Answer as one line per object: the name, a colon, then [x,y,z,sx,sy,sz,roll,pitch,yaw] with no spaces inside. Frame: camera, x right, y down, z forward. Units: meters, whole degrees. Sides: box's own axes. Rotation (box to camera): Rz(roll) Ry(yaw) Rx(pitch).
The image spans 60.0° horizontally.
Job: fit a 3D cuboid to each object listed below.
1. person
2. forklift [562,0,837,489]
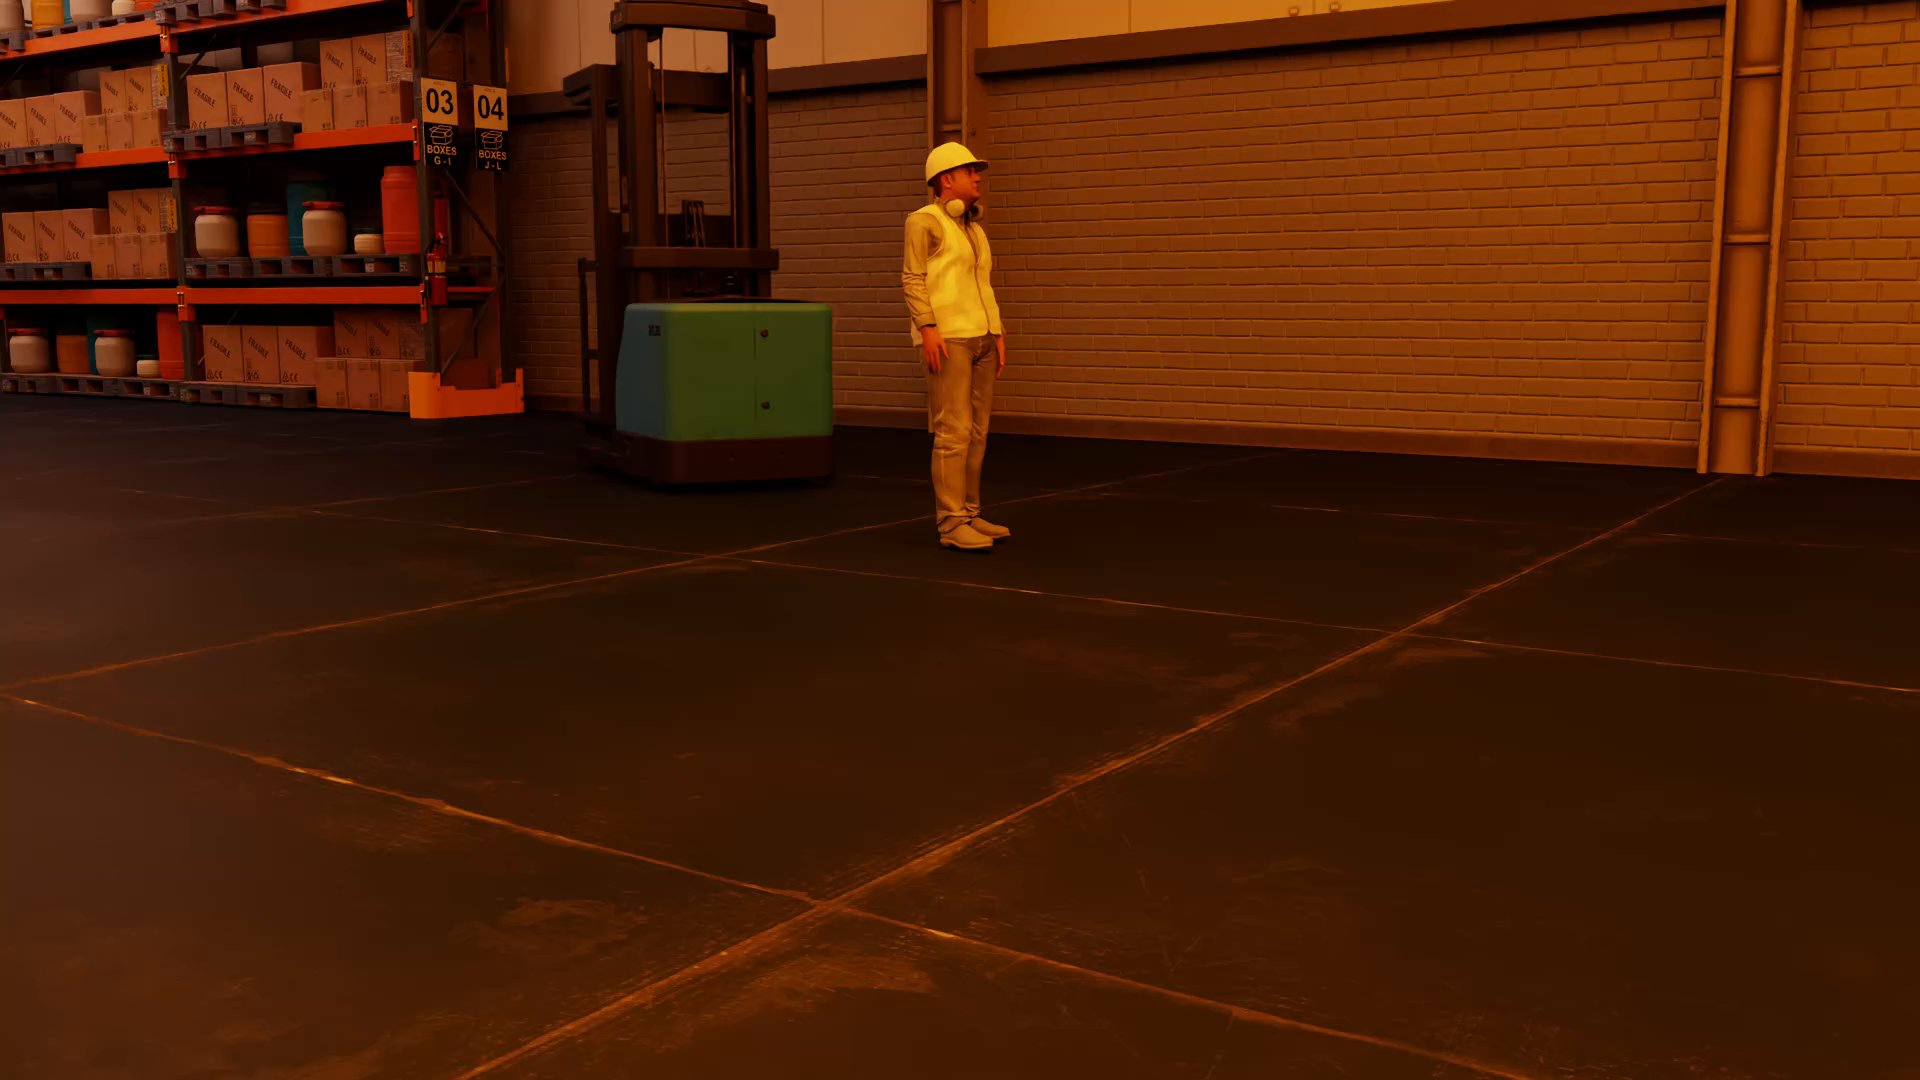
person: [0.048,-0.880,7.437,0.566,1.775,0.634,5,10,34]
forklift: [-1.858,-1.910,10.627,1.130,2.935,3.031,-4,9,-27]
